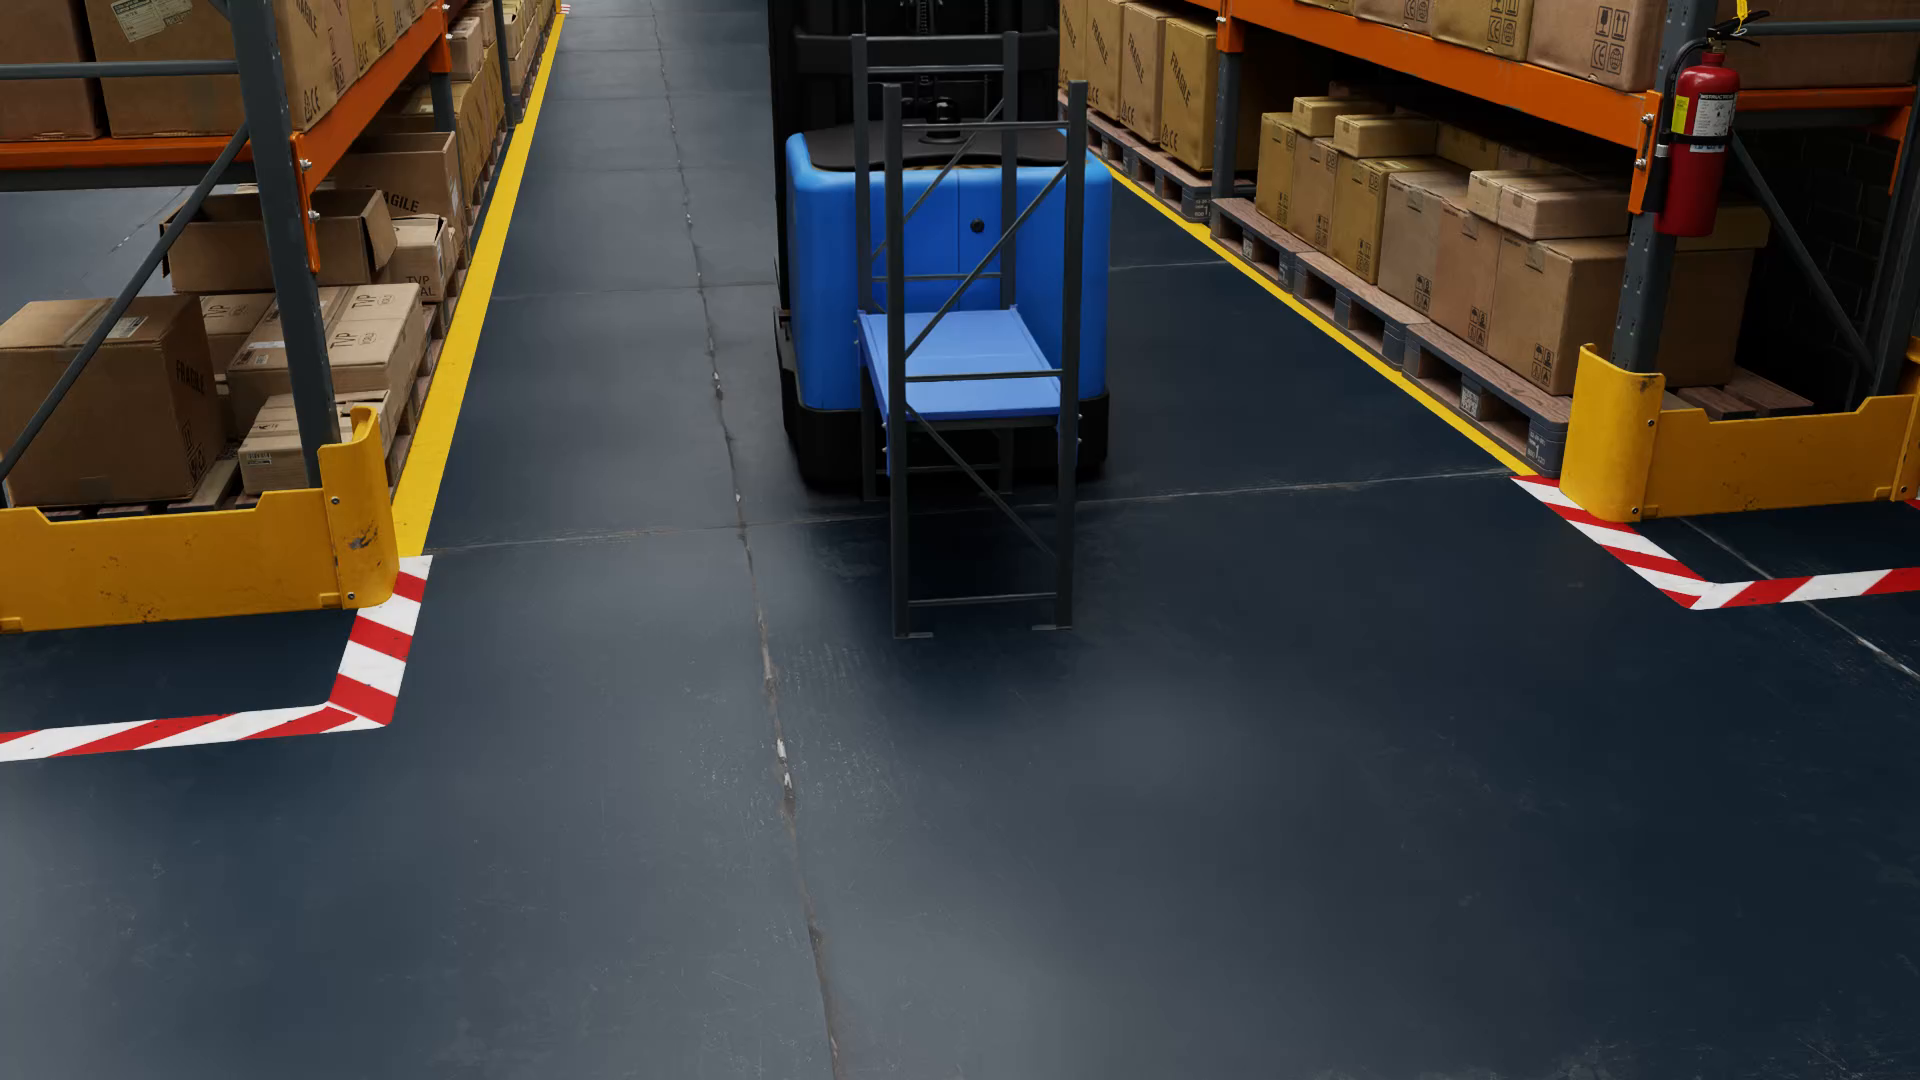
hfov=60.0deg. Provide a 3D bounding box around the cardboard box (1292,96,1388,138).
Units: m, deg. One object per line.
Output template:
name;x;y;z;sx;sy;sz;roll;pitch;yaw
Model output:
cardboard box;1.802;-2.013;7.900;0.380;0.149;0.250;-4;24;-8

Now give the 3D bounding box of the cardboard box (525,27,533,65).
cardboard box;-3.825;-4.088;13.773;0.500;0.250;0.500;-4;24;-9

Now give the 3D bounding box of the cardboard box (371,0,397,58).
cardboard box;-2.351;-2.014;5.990;0.500;0.500;0.500;-4;24;-9

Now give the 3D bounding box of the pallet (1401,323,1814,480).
pallet;2.396;-0.576;6.306;1.003;0.211;1.213;-4;24;-10

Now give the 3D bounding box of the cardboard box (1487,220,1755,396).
cardboard box;2.393;-0.861;6.071;0.700;0.500;0.500;-4;24;-10

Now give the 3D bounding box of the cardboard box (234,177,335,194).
cardboard box;-3.122;-1.539;7.836;0.500;0.311;0.500;-4;24;-10

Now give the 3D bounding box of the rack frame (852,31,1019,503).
rack frame;-0.074;-0.829;5.273;0.500;1.500;0.032;-3;24;-7

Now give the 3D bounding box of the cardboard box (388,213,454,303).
cardboard box;-2.464;-1.222;7.110;0.500;0.311;0.500;-4;24;-10

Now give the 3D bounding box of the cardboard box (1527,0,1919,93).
cardboard box;2.516;-1.883;5.439;0.980;0.700;0.700;-3;24;-7

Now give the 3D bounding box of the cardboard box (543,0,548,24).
cardboard box;-4.341;-5.232;16.392;0.500;0.250;0.500;-4;24;-10

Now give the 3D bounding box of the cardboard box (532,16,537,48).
cardboard box;-4.013;-4.489;14.692;0.500;0.250;0.500;-5;24;-11

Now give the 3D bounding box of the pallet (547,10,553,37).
pallet;-4.801;-5.417;17.388;1.003;0.211;1.213;-4;24;-10

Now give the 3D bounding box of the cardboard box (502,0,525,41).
cardboard box;-3.732;-4.148;13.210;0.500;0.311;0.500;-5;24;-11

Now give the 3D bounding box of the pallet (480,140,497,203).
pallet;-3.403;-2.271;10.186;1.003;0.211;1.213;-4;24;-10

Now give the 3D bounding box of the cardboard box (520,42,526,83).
cardboard box;-3.628;-3.682;12.844;0.500;0.250;0.500;-5;24;-11

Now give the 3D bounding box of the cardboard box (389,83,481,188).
cardboard box;-2.946;-2.224;9.169;0.500;0.500;0.500;-4;24;-9

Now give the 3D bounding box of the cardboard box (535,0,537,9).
cardboard box;-4.109;-4.949;15.044;0.500;0.311;0.500;-4;24;-10

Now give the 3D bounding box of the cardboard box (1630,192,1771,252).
cardboard box;2.612;-1.123;5.862;0.380;0.149;0.250;-4;24;-9

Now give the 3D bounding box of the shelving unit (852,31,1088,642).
shelving unit;-0.005;-0.627;4.812;0.538;1.500;1.048;-3;24;-7

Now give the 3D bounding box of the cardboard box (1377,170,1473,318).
cardboard box;2.207;-1.255;6.974;0.700;0.500;0.500;-5;24;-11

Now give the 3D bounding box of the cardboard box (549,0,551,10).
cardboard box;-4.527;-5.625;17.293;0.500;0.250;0.500;-4;24;-10

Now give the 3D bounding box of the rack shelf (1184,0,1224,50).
rack shelf;1.511;-3.576;10.589;1.077;0.370;4.000;-4;24;-10

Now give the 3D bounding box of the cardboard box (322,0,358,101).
cardboard box;-2.171;-1.620;5.087;0.500;0.500;0.500;-5;24;-10

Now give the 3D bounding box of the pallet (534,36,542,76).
pallet;-4.291;-4.333;14.907;1.003;0.211;1.213;-4;24;-10

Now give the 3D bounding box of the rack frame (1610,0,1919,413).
rack frame;2.620;-1.546;5.041;1.000;3.000;0.127;-4;24;-10

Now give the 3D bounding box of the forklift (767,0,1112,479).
forklift;-0.204;-2.102;6.400;1.130;2.935;3.031;-3;24;-7

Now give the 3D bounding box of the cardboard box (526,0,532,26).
cardboard box;-3.917;-4.548;14.126;0.500;0.311;0.500;-4;24;-10

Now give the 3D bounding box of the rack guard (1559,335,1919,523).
rack guard;2.625;-0.391;5.520;1.175;0.500;0.348;-4;24;-10

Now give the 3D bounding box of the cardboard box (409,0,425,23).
cardboard box;-2.545;-2.416;6.910;0.500;0.500;0.500;-4;24;-8

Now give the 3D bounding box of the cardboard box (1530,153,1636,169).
cardboard box;2.472;-1.421;6.544;0.380;0.149;0.250;-4;24;-9

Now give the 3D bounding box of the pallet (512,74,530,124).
pallet;-3.840;-3.373;12.709;1.003;0.211;1.213;-4;24;-10

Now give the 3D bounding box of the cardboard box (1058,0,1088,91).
cardboard box;1.148;-3.601;11.908;0.750;0.750;0.750;-5;24;-10

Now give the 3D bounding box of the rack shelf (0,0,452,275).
rack shelf;-2.617;-1.635;6.144;1.077;0.370;4.000;-4;24;-10

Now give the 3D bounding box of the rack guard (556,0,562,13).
rack guard;-5.210;-6.335;19.130;1.175;0.500;0.348;-4;24;-10

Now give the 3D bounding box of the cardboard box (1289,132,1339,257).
cardboard box;2.008;-1.666;7.916;0.700;0.500;0.500;-5;24;-10

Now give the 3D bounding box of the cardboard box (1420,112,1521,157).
cardboard box;2.281;-1.823;7.464;0.380;0.149;0.250;-4;24;-9

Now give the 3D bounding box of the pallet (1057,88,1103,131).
pallet;1.213;-3.099;12.081;1.003;0.211;1.213;-4;24;-10

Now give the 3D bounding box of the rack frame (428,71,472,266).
rack frame;-2.987;-2.751;7.801;1.000;3.000;0.127;-4;24;-10

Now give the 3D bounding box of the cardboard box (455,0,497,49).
cardboard box;-3.308;-3.352;10.813;0.500;0.250;0.500;-3;24;-8

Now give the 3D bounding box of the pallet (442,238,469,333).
pallet;-2.861;-1.203;7.740;1.003;0.211;1.213;-4;24;-10

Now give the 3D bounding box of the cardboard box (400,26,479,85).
cardboard box;-3.022;-2.752;9.441;0.500;0.250;0.500;-4;24;-10

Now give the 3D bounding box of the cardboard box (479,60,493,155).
cardboard box;-3.124;-2.620;10.075;0.500;0.500;0.500;-5;24;-12

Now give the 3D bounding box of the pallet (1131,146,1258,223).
pallet;1.664;-2.139;9.884;1.003;0.211;1.213;-4;24;-10

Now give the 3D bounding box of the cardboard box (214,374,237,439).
cardboard box;-2.576;-0.442;5.505;0.380;0.166;0.250;-4;24;-10

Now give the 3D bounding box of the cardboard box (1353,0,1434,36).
cardboard box;2.239;-2.469;6.780;0.980;0.700;0.700;-5;24;-12

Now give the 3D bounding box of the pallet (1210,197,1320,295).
pallet;1.945;-1.536;8.504;1.003;0.211;1.213;-4;24;-10

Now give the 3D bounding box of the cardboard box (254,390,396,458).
cardboard box;-2.033;-0.369;5.338;0.380;0.166;0.250;-4;24;-10

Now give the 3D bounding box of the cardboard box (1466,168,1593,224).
cardboard box;2.142;-1.295;6.256;0.380;0.149;0.250;-4;24;-8

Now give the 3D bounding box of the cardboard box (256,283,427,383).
cardboard box;-2.254;-0.747;6.099;0.500;0.250;0.500;-4;24;-10

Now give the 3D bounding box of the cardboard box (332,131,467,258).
cardboard box;-2.603;-1.604;7.748;0.500;0.500;0.500;-4;24;-10

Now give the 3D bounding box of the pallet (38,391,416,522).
pallet;-2.409;-0.243;5.543;1.003;0.211;1.213;-4;24;-10

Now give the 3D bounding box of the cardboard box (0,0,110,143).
cardboard box;-2.597;-1.379;4.536;0.500;0.500;0.500;-4;24;-8

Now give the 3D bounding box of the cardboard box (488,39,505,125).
cardboard box;-3.323;-3.030;11.013;0.500;0.500;0.500;-3;24;-8

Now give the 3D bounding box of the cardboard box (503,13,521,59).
cardboard box;-3.535;-3.741;12.279;0.500;0.311;0.500;-4;24;-8

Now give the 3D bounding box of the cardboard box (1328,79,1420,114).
cardboard box;2.087;-2.233;8.403;0.380;0.149;0.250;-4;24;-10

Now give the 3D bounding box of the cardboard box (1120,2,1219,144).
cardboard box;1.466;-2.922;10.353;0.750;0.750;0.750;-4;24;-8

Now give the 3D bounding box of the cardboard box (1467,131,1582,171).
cardboard box;2.376;-1.622;7.004;0.380;0.149;0.250;-4;24;-9
